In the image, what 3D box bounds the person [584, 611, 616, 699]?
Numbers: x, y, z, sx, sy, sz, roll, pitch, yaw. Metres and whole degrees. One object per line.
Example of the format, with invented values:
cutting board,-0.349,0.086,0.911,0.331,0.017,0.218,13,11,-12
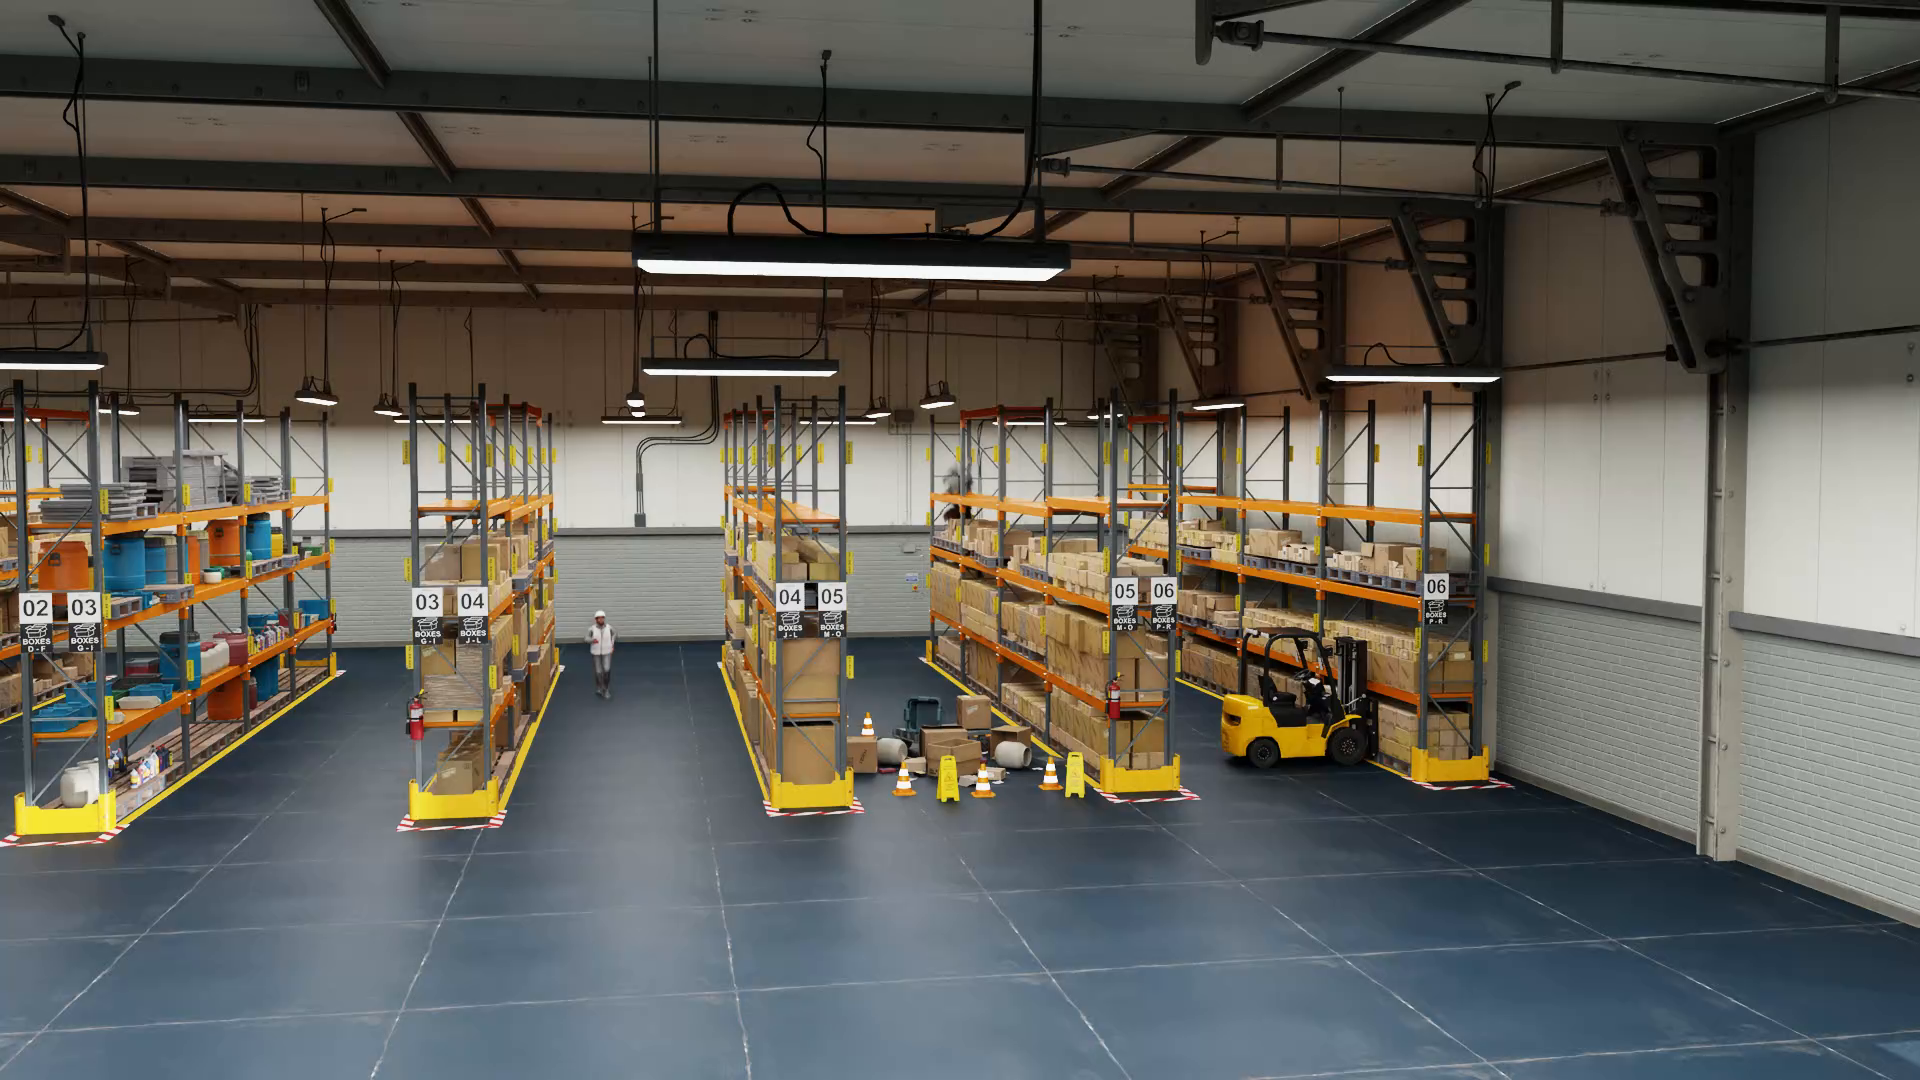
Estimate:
person,-7.446,2.374,34.438,0.645,1.829,0.774,-1,3,-12
